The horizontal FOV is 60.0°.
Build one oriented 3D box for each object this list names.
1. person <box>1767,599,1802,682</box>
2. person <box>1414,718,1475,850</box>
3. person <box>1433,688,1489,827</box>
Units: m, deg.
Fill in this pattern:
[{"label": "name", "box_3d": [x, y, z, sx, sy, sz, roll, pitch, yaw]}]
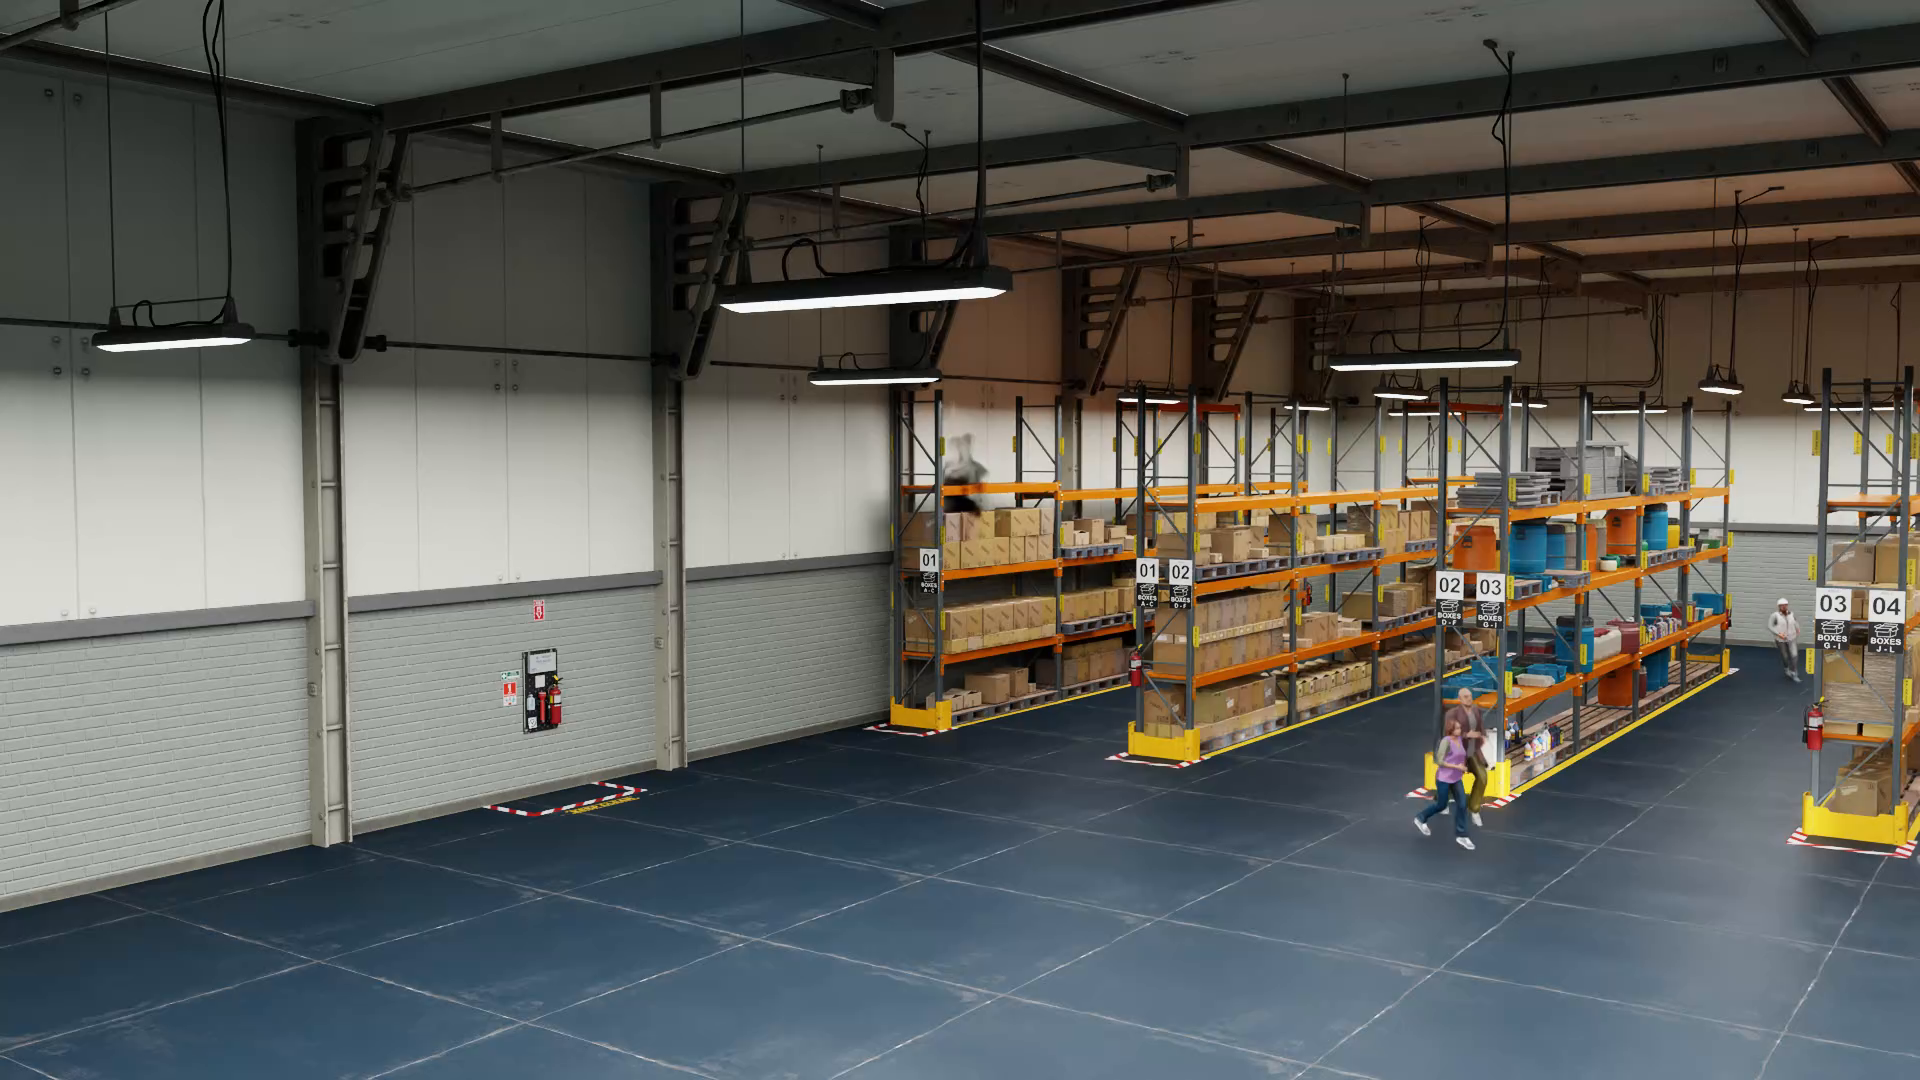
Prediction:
[{"label": "person", "box_3d": [17.709, 2.144, 35.782, 0.691, 1.797, 0.857, 1, 3, 12]}, {"label": "person", "box_3d": [6.107, 3.025, 20.909, 0.516, 1.605, 0.855, -2, 4, -35]}, {"label": "person", "box_3d": [6.722, 2.872, 22.173, 0.729, 1.829, 0.976, -1, 3, -14]}]
